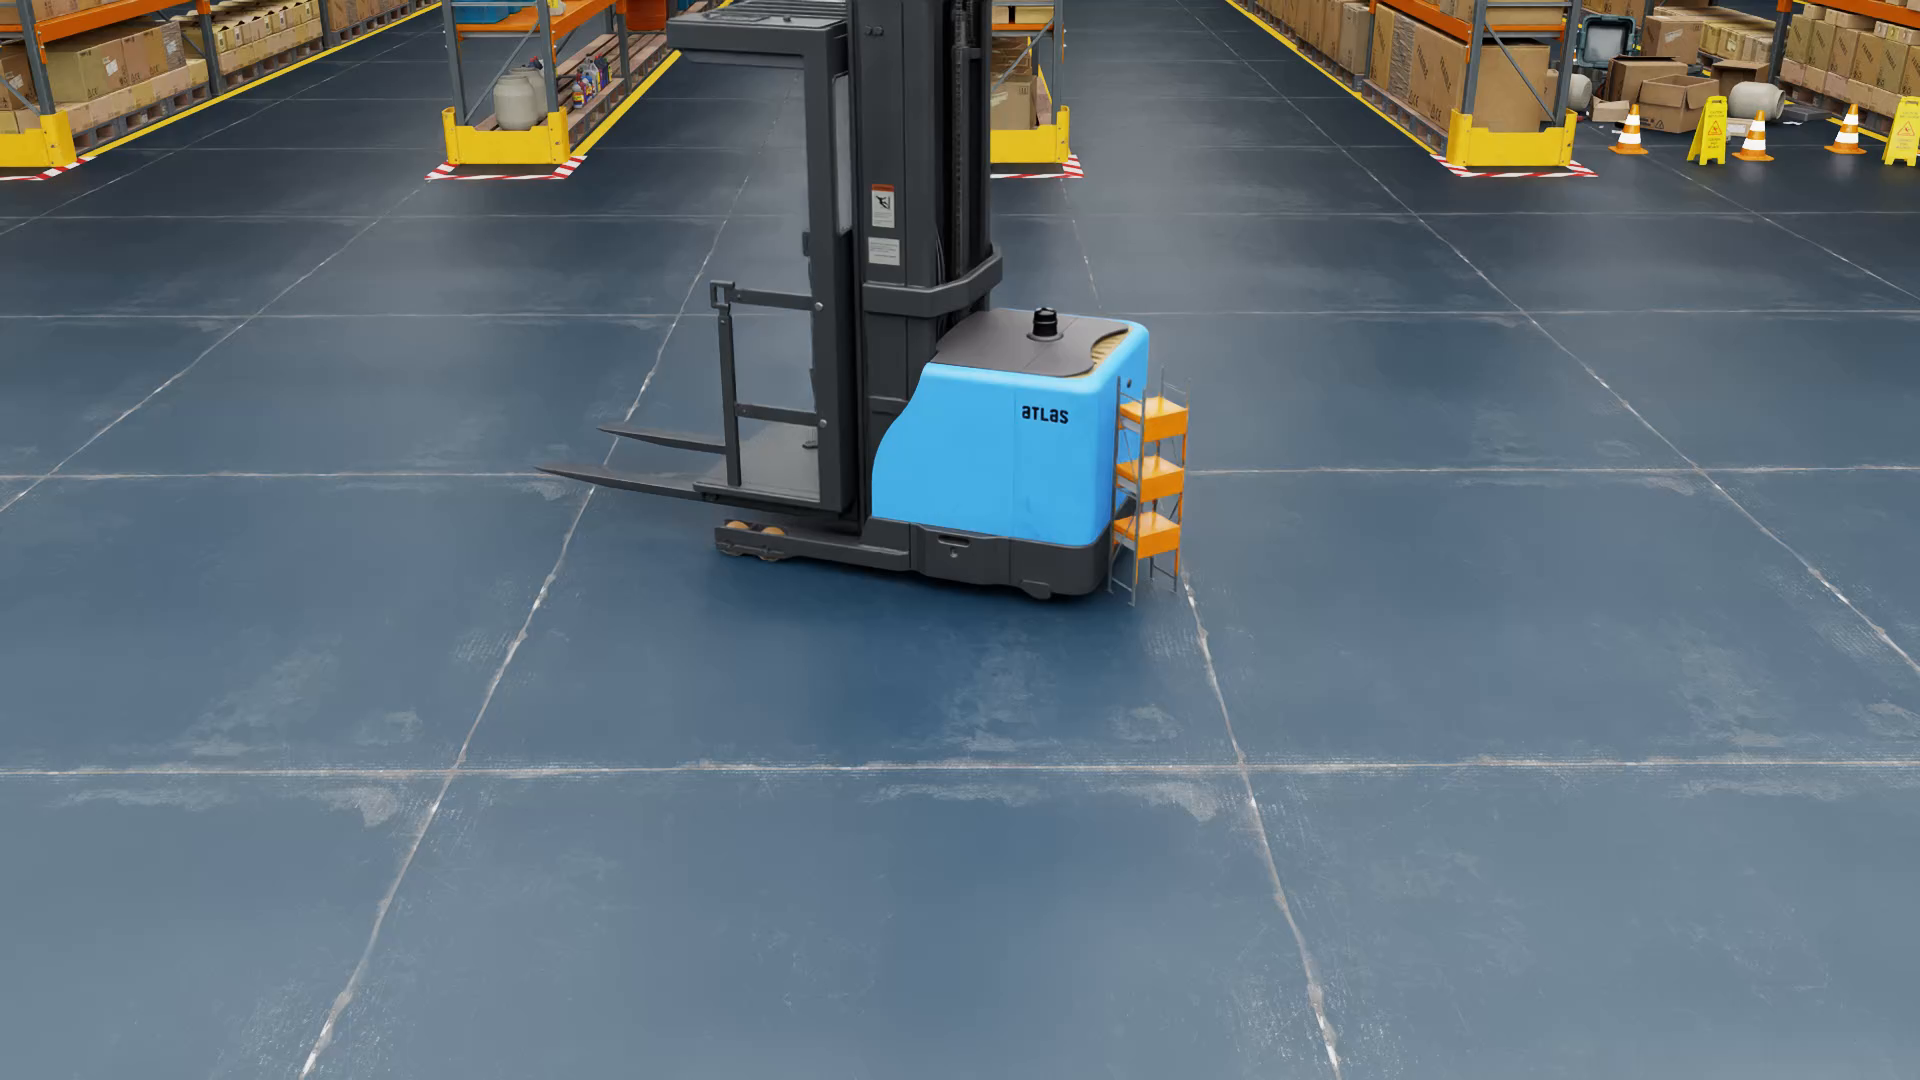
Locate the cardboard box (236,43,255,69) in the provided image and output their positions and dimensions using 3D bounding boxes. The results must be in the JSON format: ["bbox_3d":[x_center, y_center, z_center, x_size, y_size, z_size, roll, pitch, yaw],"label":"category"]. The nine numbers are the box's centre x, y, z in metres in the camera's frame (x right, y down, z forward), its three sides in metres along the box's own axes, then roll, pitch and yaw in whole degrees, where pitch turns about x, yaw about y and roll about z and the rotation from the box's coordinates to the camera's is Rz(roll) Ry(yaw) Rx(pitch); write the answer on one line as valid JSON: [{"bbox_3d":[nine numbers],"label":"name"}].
[{"bbox_3d":[-9.217,-6.080,20.881,0.500,0.250,0.500,0,24,1],"label":"cardboard box"}]

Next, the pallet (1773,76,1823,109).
[{"bbox_3d":[10.402,-5.304,19.722,1.003,0.211,1.213,0,24,-1],"label":"pallet"}]

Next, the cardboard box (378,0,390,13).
[{"bbox_3d":[-9.250,-8.510,25.925,0.500,0.500,0.500,0,24,0],"label":"cardboard box"}]

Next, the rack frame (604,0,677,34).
[{"bbox_3d":[-4.547,-8.433,23.256,1.000,3.000,0.127,0,24,-1],"label":"rack frame"}]

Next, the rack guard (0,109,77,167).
[{"bbox_3d":[-9.412,-3.967,16.414,1.175,0.500,0.348,0,24,-1],"label":"rack guard"}]

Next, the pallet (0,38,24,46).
[{"bbox_3d":[-14.387,-7.443,24.451,1.003,0.211,1.213,0,24,-1],"label":"pallet"}]

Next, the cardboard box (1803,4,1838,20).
[{"bbox_3d":[10.037,-6.131,19.296,0.380,0.149,0.250,0,24,0],"label":"cardboard box"}]

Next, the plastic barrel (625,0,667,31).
[{"bbox_3d":[-4.569,-7.837,24.062,0.600,0.830,0.708,0,24,-1],"label":"plastic barrel"}]

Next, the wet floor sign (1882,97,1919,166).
[{"bbox_3d":[9.335,-4.047,16.416,0.267,0.644,0.232,8,26,18],"label":"wet floor sign"}]

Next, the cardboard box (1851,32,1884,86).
[{"bbox_3d":[10.125,-5.235,18.103,0.500,0.500,0.500,-1,24,-2],"label":"cardboard box"}]

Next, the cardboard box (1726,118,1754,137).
[{"bbox_3d":[8.368,-4.435,17.876,0.380,0.149,0.250,13,27,27],"label":"cardboard box"}]

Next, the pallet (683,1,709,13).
[{"bbox_3d":[-4.624,-8.493,26.771,1.003,0.211,1.213,0,24,-1],"label":"pallet"}]

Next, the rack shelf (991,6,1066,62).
[{"bbox_3d":[0.471,-5.655,17.987,1.077,0.370,4.000,0,24,-1],"label":"rack shelf"}]

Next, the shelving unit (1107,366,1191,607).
[{"bbox_3d":[0.847,-0.234,7.492,0.252,1.050,0.215,-14,28,-29],"label":"shelving unit"}]

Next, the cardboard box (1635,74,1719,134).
[{"bbox_3d":[7.852,-4.778,18.204,0.797,0.503,0.637,-19,31,-36],"label":"cardboard box"}]

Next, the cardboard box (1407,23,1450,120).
[{"bbox_3d":[5.369,-5.004,17.743,0.875,0.875,0.875,-1,24,-1],"label":"cardboard box"}]

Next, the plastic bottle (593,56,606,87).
[{"bbox_3d":[-4.206,-5.435,19.308,0.144,0.351,0.185,-1,24,-3],"label":"plastic bottle"}]

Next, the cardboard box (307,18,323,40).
[{"bbox_3d":[-9.250,-7.135,23.213,0.500,0.250,0.500,0,24,1],"label":"cardboard box"}]

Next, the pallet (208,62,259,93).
[{"bbox_3d":[-9.503,-5.797,20.811,1.003,0.211,1.213,0,24,-1],"label":"pallet"}]

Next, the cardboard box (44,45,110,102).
[{"bbox_3d":[-9.203,-4.824,17.193,0.500,0.500,0.500,0,24,-1],"label":"cardboard box"}]

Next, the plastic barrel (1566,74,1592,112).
[{"bbox_3d":[6.956,-5.153,19.130,0.512,0.421,0.421,19,30,35],"label":"plastic barrel"}]

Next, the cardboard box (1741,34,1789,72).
[{"bbox_3d":[10.351,-6.062,20.692,0.950,0.372,0.625,0,24,0],"label":"cardboard box"}]

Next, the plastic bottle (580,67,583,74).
[{"bbox_3d":[-4.305,-5.260,19.003,0.061,0.283,0.133,0,24,-1],"label":"plastic bottle"}]

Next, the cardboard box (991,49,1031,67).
[{"bbox_3d":[0.513,-5.203,18.638,0.500,0.500,0.500,-2,24,-5],"label":"cardboard box"}]

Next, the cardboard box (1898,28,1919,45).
[{"bbox_3d":[10.062,-5.259,17.368,0.380,0.149,0.250,0,24,1],"label":"cardboard box"}]

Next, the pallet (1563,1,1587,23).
[{"bbox_3d":[10.355,-8.560,26.920,1.003,0.211,1.213,0,24,-1],"label":"pallet"}]

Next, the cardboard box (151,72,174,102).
[{"bbox_3d":[-9.217,-5.100,18.714,0.500,0.250,0.500,0,24,-1],"label":"cardboard box"}]

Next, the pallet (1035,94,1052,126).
[{"bbox_3d":[0.508,-4.756,18.509,1.003,0.211,1.213,0,24,-1],"label":"pallet"}]

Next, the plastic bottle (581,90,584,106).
[{"bbox_3d":[-4.169,-4.853,18.202,0.097,0.201,0.097,0,24,0],"label":"plastic bottle"}]

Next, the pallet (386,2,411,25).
[{"bbox_3d":[-9.497,-8.455,26.688,1.003,0.211,1.213,0,24,-1],"label":"pallet"}]

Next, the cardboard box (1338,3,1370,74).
[{"bbox_3d":[5.313,-6.209,20.559,1.050,0.750,0.750,0,24,-1],"label":"cardboard box"}]

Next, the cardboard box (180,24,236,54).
[{"bbox_3d":[-9.212,-6.129,20.309,0.500,0.311,0.500,0,24,0],"label":"cardboard box"}]

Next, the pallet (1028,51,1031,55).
[{"bbox_3d":[0.423,-6.361,22.059,1.003,0.211,1.213,0,24,-1],"label":"pallet"}]

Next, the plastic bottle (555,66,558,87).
[{"bbox_3d":[-4.765,-5.444,19.328,0.144,0.351,0.185,0,24,-1],"label":"plastic bottle"}]

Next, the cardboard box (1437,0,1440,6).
[{"bbox_3d":[5.496,-5.818,17.292,0.875,0.550,0.550,0,24,-1],"label":"cardboard box"}]

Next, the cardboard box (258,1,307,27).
[{"bbox_3d":[-9.236,-7.177,22.626,0.500,0.311,0.500,-1,24,-1],"label":"cardboard box"}]

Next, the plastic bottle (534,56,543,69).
[{"bbox_3d":[-4.909,-5.444,19.327,0.144,0.351,0.185,0,24,1],"label":"plastic bottle"}]

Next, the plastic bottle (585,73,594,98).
[{"bbox_3d":[-4.175,-5.108,18.682,0.097,0.271,0.097,0,24,0],"label":"plastic bottle"}]

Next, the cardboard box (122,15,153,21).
[{"bbox_3d":[-9.764,-5.852,19.465,0.500,0.500,0.500,0,24,-1],"label":"cardboard box"}]

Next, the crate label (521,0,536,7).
[{"bbox_3d":[-4.750,-5.910,17.634,0.502,0.435,0.616,0,24,-1],"label":"crate label"}]

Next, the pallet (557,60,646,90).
[{"bbox_3d":[-4.551,-5.838,20.901,1.003,0.211,1.213,0,24,-1],"label":"pallet"}]

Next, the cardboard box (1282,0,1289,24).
[{"bbox_3d":[5.096,-7.972,24.761,0.500,0.500,0.500,1,24,2],"label":"cardboard box"}]

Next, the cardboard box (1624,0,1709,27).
[{"bbox_3d":[10.391,-8.008,24.385,0.875,0.875,0.875,0,24,-1],"label":"cardboard box"}]

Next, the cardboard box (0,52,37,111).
[{"bbox_3d":[-9.716,-4.616,16.732,0.500,0.500,0.500,0,24,-1],"label":"cardboard box"}]

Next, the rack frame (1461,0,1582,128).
[{"bbox_3d":[5.454,-5.139,15.973,1.000,3.000,0.127,0,24,-1],"label":"rack frame"}]

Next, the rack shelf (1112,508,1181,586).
[{"bbox_3d":[0.846,0.028,7.613,0.240,0.259,0.215,-14,28,-29],"label":"rack shelf"}]

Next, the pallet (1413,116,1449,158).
[{"bbox_3d":[5.367,-4.198,17.276,1.003,0.211,1.213,0,24,-1],"label":"pallet"}]

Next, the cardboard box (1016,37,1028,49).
[{"bbox_3d":[0.464,-6.122,20.645,0.700,0.500,0.500,-2,24,-5],"label":"cardboard box"}]

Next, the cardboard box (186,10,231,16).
[{"bbox_3d":[-9.764,-6.751,21.683,0.500,0.311,0.500,-1,24,-1],"label":"cardboard box"}]

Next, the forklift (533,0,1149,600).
[{"bbox_3d":[-0.658,-1.423,7.841,3.031,2.935,1.130,9,26,18],"label":"forklift"}]

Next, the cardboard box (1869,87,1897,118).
[{"bbox_3d":[10.127,-4.687,17.801,0.500,0.250,0.500,0,24,0],"label":"cardboard box"}]

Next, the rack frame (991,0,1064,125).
[{"bbox_3d":[0.493,-5.159,16.016,1.000,3.000,0.127,0,24,-1],"label":"rack frame"}]

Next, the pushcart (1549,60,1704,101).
[{"bbox_3d":[8.080,-5.626,20.231,1.648,0.377,0.936,-9,26,-19],"label":"pushcart"}]
